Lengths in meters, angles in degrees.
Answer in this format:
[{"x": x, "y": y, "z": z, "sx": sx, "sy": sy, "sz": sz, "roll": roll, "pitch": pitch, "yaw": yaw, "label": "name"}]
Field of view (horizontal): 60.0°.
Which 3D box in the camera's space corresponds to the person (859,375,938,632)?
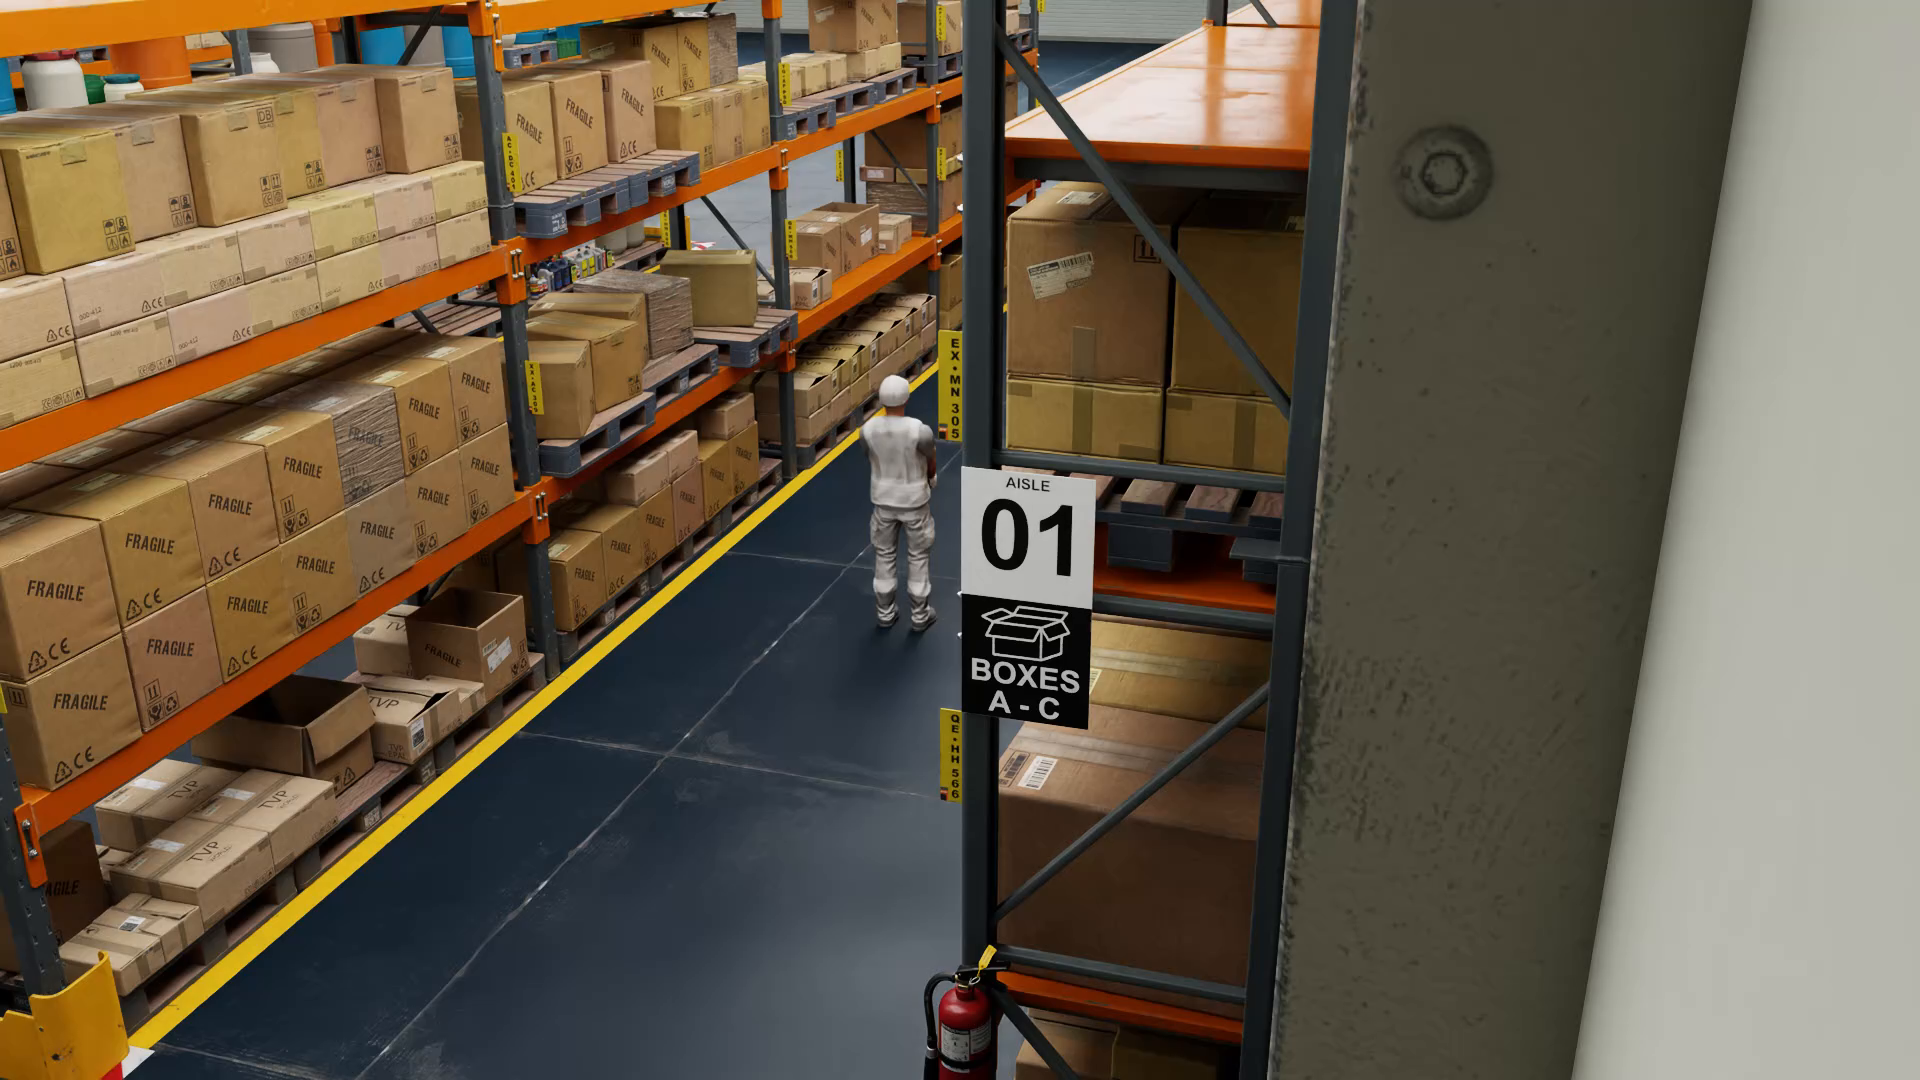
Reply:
[{"x": -0.387, "y": -0.284, "z": 11.158, "sx": 0.504, "sy": 1.790, "sz": 0.559, "roll": 5, "pitch": 22, "yaw": 12, "label": "person"}]
